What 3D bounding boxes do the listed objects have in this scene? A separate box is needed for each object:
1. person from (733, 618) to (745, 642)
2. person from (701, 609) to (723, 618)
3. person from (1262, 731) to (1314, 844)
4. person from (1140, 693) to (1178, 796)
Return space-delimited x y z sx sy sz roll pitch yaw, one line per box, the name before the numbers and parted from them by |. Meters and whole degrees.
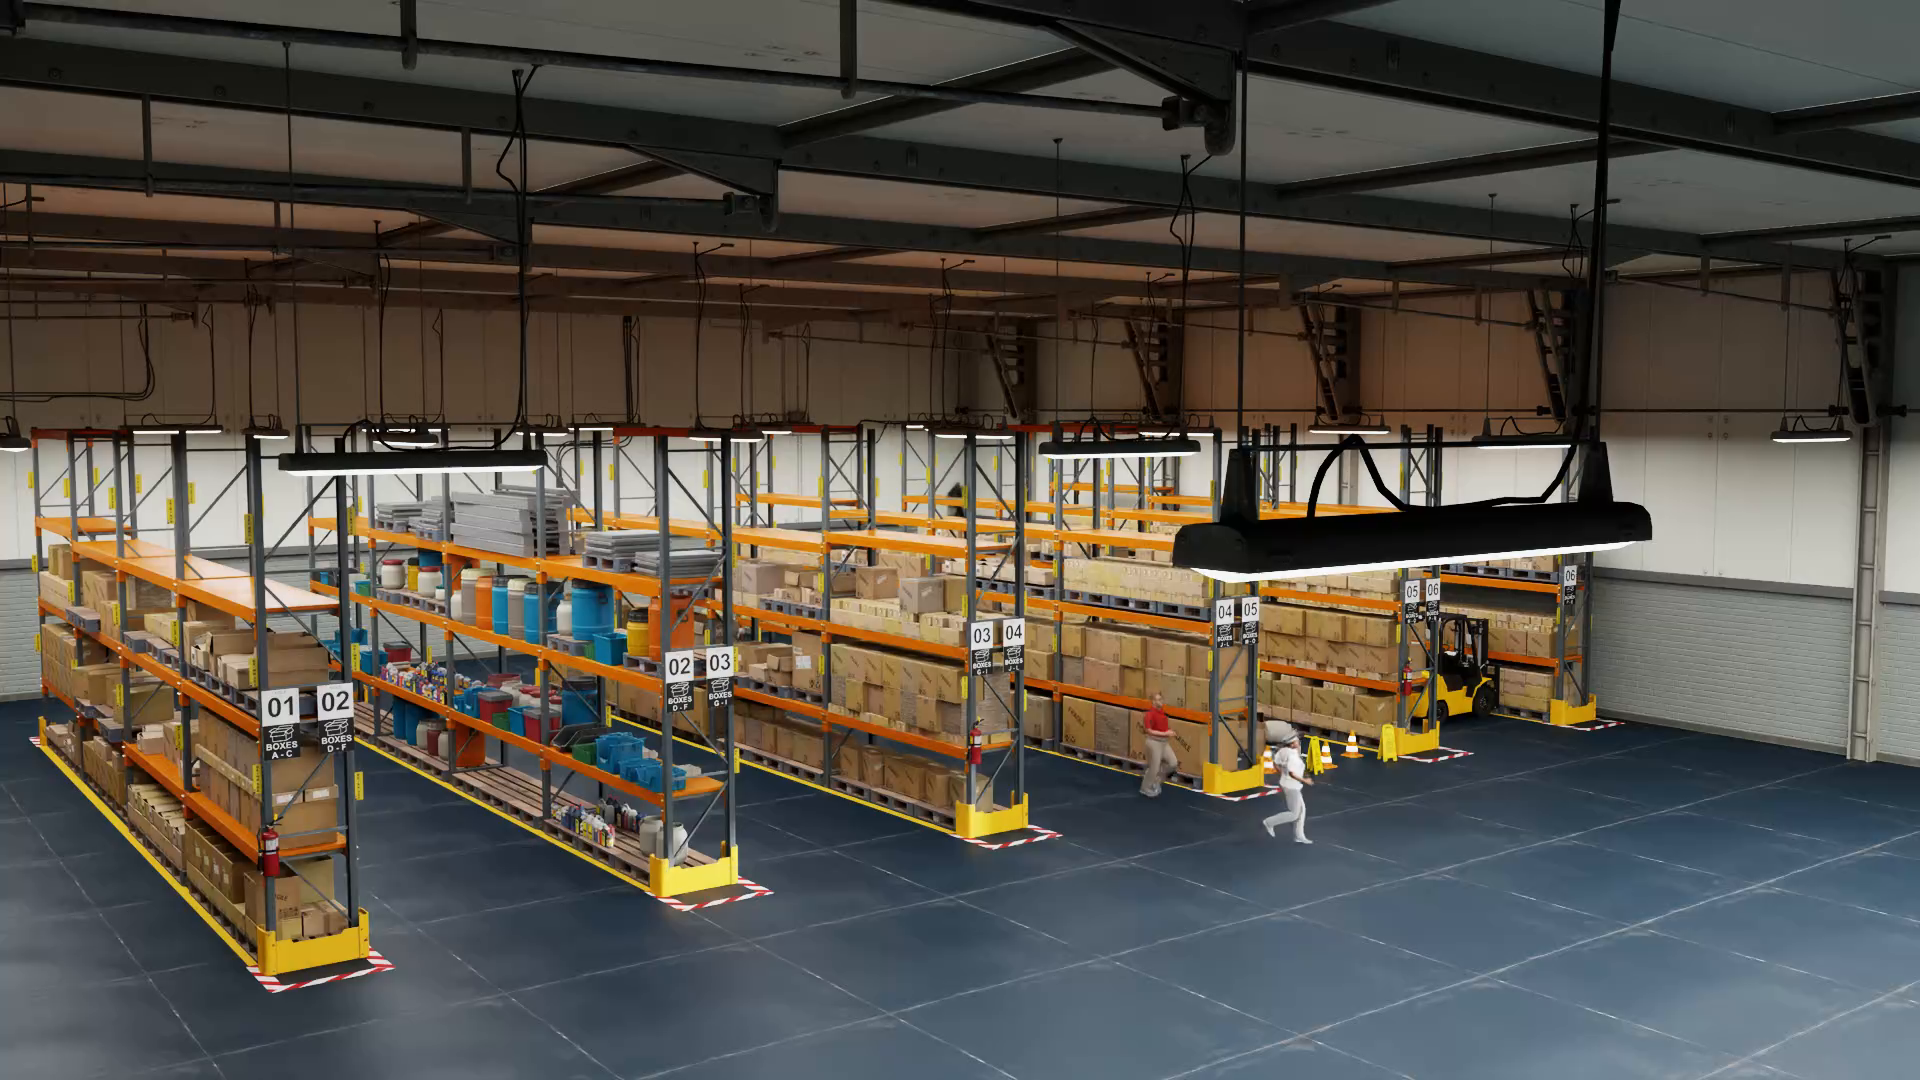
person | -5.242 2.562 38.033 0.722 1.610 0.869 -2 5 -28
person | -6.136 2.281 40.715 0.610 1.675 0.889 1 5 11
person | 4.769 3.610 24.198 0.791 1.692 0.578 -1 5 -6
person | 3.255 3.347 27.119 0.655 1.697 0.646 3 6 36
